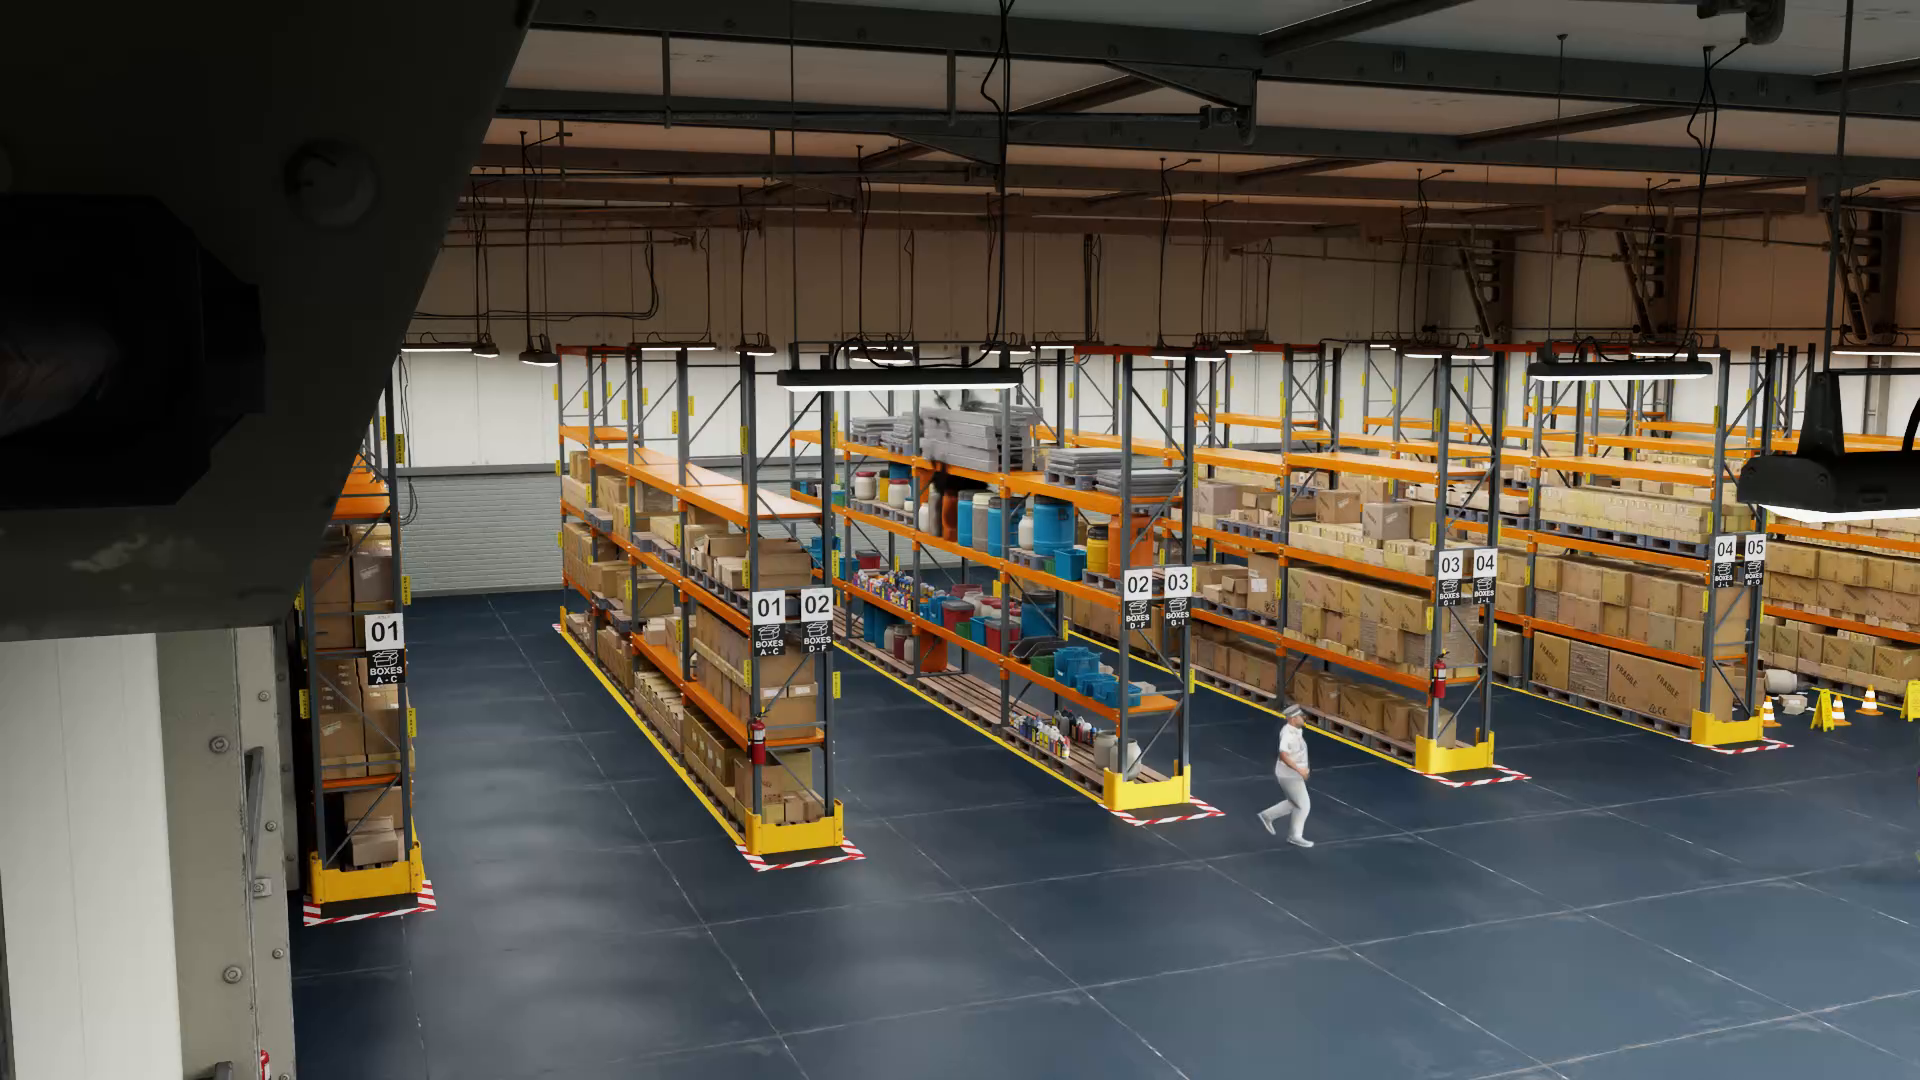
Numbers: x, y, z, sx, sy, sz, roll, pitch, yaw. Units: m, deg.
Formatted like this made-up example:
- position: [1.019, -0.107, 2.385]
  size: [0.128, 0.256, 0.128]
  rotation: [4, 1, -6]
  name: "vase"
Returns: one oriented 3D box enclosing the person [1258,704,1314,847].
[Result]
- position: [4.026, 2.883, 20.466]
  size: [0.682, 1.769, 0.689]
  rotation: [1, 7, 9]
  name: "person"
